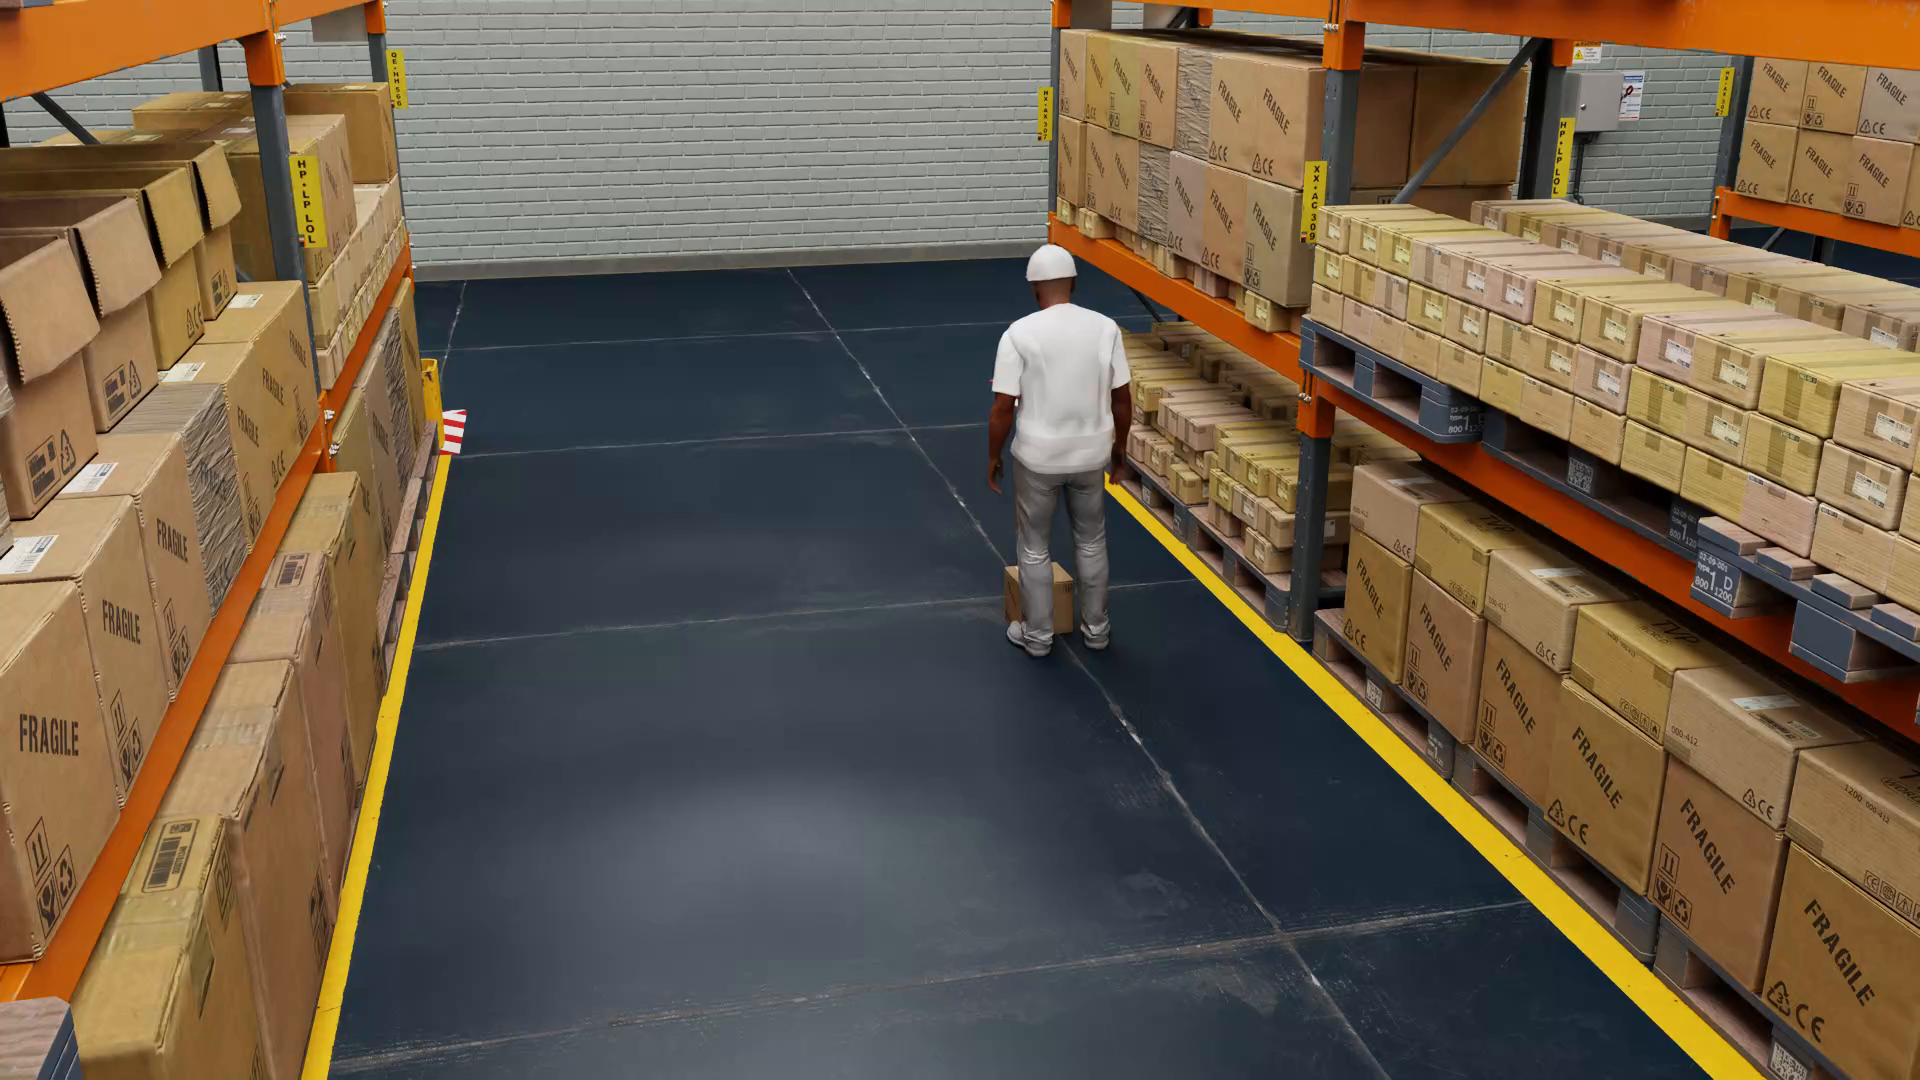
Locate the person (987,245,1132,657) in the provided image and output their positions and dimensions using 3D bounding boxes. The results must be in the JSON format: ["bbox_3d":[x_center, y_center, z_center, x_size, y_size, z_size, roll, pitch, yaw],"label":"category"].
[{"bbox_3d":[0.418,-0.371,7.091,0.635,1.760,0.463,-5,20,-13],"label":"person"}]
